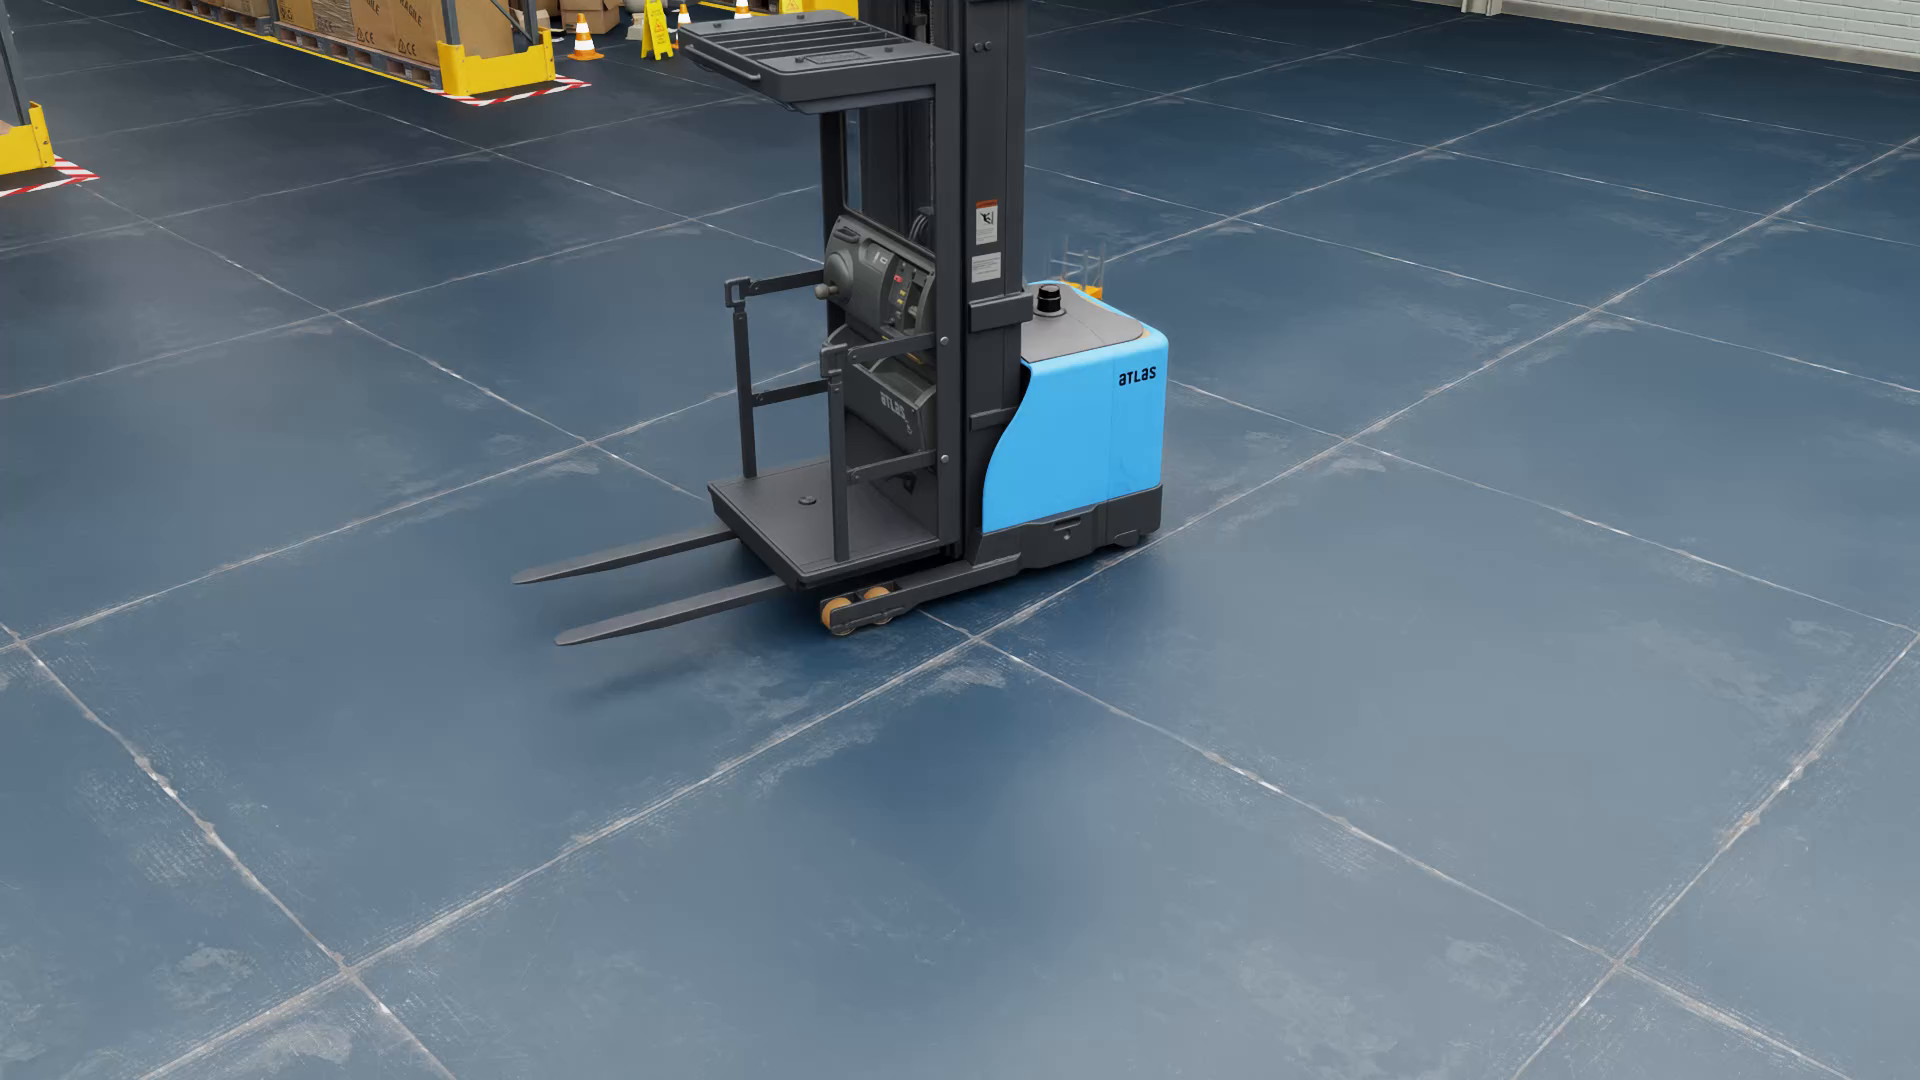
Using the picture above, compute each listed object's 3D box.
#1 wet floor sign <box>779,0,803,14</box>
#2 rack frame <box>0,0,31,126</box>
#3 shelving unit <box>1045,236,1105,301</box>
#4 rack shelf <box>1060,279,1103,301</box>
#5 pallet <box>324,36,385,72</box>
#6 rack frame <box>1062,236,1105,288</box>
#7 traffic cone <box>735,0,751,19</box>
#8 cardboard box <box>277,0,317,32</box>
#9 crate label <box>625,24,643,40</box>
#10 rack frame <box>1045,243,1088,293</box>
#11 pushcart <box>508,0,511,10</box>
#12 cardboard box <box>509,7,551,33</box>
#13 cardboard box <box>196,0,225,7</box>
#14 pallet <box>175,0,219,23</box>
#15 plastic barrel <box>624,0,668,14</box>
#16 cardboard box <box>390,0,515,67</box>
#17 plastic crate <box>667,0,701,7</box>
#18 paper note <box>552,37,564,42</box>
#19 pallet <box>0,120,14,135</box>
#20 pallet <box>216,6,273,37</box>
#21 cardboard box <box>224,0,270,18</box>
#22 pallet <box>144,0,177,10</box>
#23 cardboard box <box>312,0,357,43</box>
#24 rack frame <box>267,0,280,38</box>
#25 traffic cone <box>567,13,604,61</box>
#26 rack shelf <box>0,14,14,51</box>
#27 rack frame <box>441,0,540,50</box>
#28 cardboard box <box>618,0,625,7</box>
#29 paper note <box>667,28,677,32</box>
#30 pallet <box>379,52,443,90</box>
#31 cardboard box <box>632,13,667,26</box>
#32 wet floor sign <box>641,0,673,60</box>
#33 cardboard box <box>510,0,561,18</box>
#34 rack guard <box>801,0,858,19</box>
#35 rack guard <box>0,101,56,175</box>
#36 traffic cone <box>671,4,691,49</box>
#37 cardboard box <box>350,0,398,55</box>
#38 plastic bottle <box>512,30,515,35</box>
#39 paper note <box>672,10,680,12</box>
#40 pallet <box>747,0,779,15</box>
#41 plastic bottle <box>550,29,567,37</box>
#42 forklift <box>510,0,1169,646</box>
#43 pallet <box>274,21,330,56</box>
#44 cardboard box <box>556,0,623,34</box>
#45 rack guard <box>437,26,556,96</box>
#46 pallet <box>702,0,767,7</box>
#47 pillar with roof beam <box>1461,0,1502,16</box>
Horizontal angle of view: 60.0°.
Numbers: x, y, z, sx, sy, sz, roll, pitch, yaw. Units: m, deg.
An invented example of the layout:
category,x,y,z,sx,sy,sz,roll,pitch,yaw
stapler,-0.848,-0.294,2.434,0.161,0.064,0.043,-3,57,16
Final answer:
category,x,y,z,sx,sy,sz,roll,pitch,yaw
wet floor sign,-1.982,-6.255,19.453,0.267,0.644,0.232,-13,30,-22
rack frame,-8.315,-4.426,13.444,0.127,3.000,1.000,25,36,38
shelving unit,0.582,-0.989,8.833,0.258,1.200,0.189,17,29,29
rack shelf,0.590,-1.274,8.697,0.258,0.103,0.180,17,29,29
pallet,-6.256,-5.437,18.364,1.213,0.211,1.003,25,36,38
rack frame,0.632,-1.021,8.903,0.240,1.200,0.006,17,29,29
traffic cone,-2.578,-6.304,19.741,0.334,0.463,0.336,25,36,38
cardboard box,-7.219,-6.361,18.956,0.875,0.875,0.875,-25,36,-38
crate label,-3.718,-5.916,19.354,0.298,0.136,0.250,7,29,13
rack frame,0.532,-0.957,8.763,0.240,1.200,0.006,17,29,29
pushcart,-5.783,-7.086,21.321,0.936,0.377,1.648,12,30,22
cardboard box,-5.101,-6.184,19.726,0.396,0.266,0.258,-18,33,-31
cardboard box,-8.809,-7.023,20.349,0.750,0.750,1.050,25,36,38
pallet,-9.095,-6.735,20.831,1.213,0.211,1.003,25,36,38
plastic barrel,-3.902,-6.746,20.624,0.512,0.421,0.421,-3,28,-5
cardboard box,-5.296,-5.484,17.287,0.875,0.875,0.875,25,37,39
plastic crate,-3.675,-6.943,21.368,0.583,0.080,0.402,12,30,22
paper note,-4.664,-5.785,19.222,0.144,0.017,0.142,-13,30,-22
pallet,-8.924,-3.493,14.666,1.213,0.211,1.003,25,36,38
pallet,-8.221,-6.336,20.074,1.213,0.211,1.003,25,36,38
cardboard box,-8.124,-6.707,19.748,0.750,0.750,1.050,24,36,38
pallet,-9.961,-7.133,21.588,1.213,0.211,1.003,25,36,38
cardboard box,-6.573,-6.068,18.399,0.875,0.875,0.875,25,37,39
rack frame,-7.618,-7.344,18.994,0.127,3.000,1.000,25,36,38
traffic cone,-4.149,-5.560,18.328,0.334,0.463,0.336,25,36,38
rack shelf,-9.741,-4.760,14.852,4.000,0.370,1.077,25,36,38
rack frame,-4.766,-6.039,16.511,0.127,3.000,1.000,25,36,38
cardboard box,-4.410,-7.113,21.238,0.500,0.500,0.500,-3,28,-5
paper note,-3.437,-6.048,19.720,0.142,0.019,0.148,12,30,22
pallet,-5.391,-5.039,17.607,1.213,0.211,1.003,25,36,38
cardboard box,-3.718,-6.210,19.900,0.380,0.149,0.250,-7,29,-14
wet floor sign,-3.357,-5.644,18.291,0.232,0.644,0.267,18,33,30
cardboard box,-5.067,-6.705,20.315,0.503,0.637,0.797,25,36,38
rack guard,-1.422,-6.633,20.327,0.348,0.500,1.175,25,36,38
rack guard,-8.369,-3.344,14.073,0.348,0.500,1.175,25,36,38
traffic cone,-3.114,-5.825,18.830,0.334,0.463,0.336,25,36,38
cardboard box,-5.925,-5.770,17.832,0.875,0.875,0.875,24,36,38
plastic bottle,-5.336,-5.928,19.458,0.133,0.061,0.283,12,30,22
paper note,-3.525,-6.647,20.859,0.148,0.019,0.142,12,30,22
pallet,-1.976,-6.782,20.921,1.213,0.211,1.003,25,36,38
plastic bottle,-4.769,-5.954,19.508,0.283,0.061,0.133,12,30,22
forklift,-0.540,-1.151,7.289,3.031,2.935,1.130,-15,31,-26
pallet,-7.131,-5.836,19.121,1.213,0.211,1.003,25,36,38
cardboard box,-4.395,-6.342,19.771,0.637,0.503,0.797,2,28,4
rack guard,-4.749,-4.925,17.078,0.348,0.500,1.175,25,36,38
pallet,-2.842,-7.180,21.678,1.213,0.211,1.003,25,36,38
pillar with roof beam,3.506,-9.158,15.998,0.400,9.000,9.100,25,36,38
